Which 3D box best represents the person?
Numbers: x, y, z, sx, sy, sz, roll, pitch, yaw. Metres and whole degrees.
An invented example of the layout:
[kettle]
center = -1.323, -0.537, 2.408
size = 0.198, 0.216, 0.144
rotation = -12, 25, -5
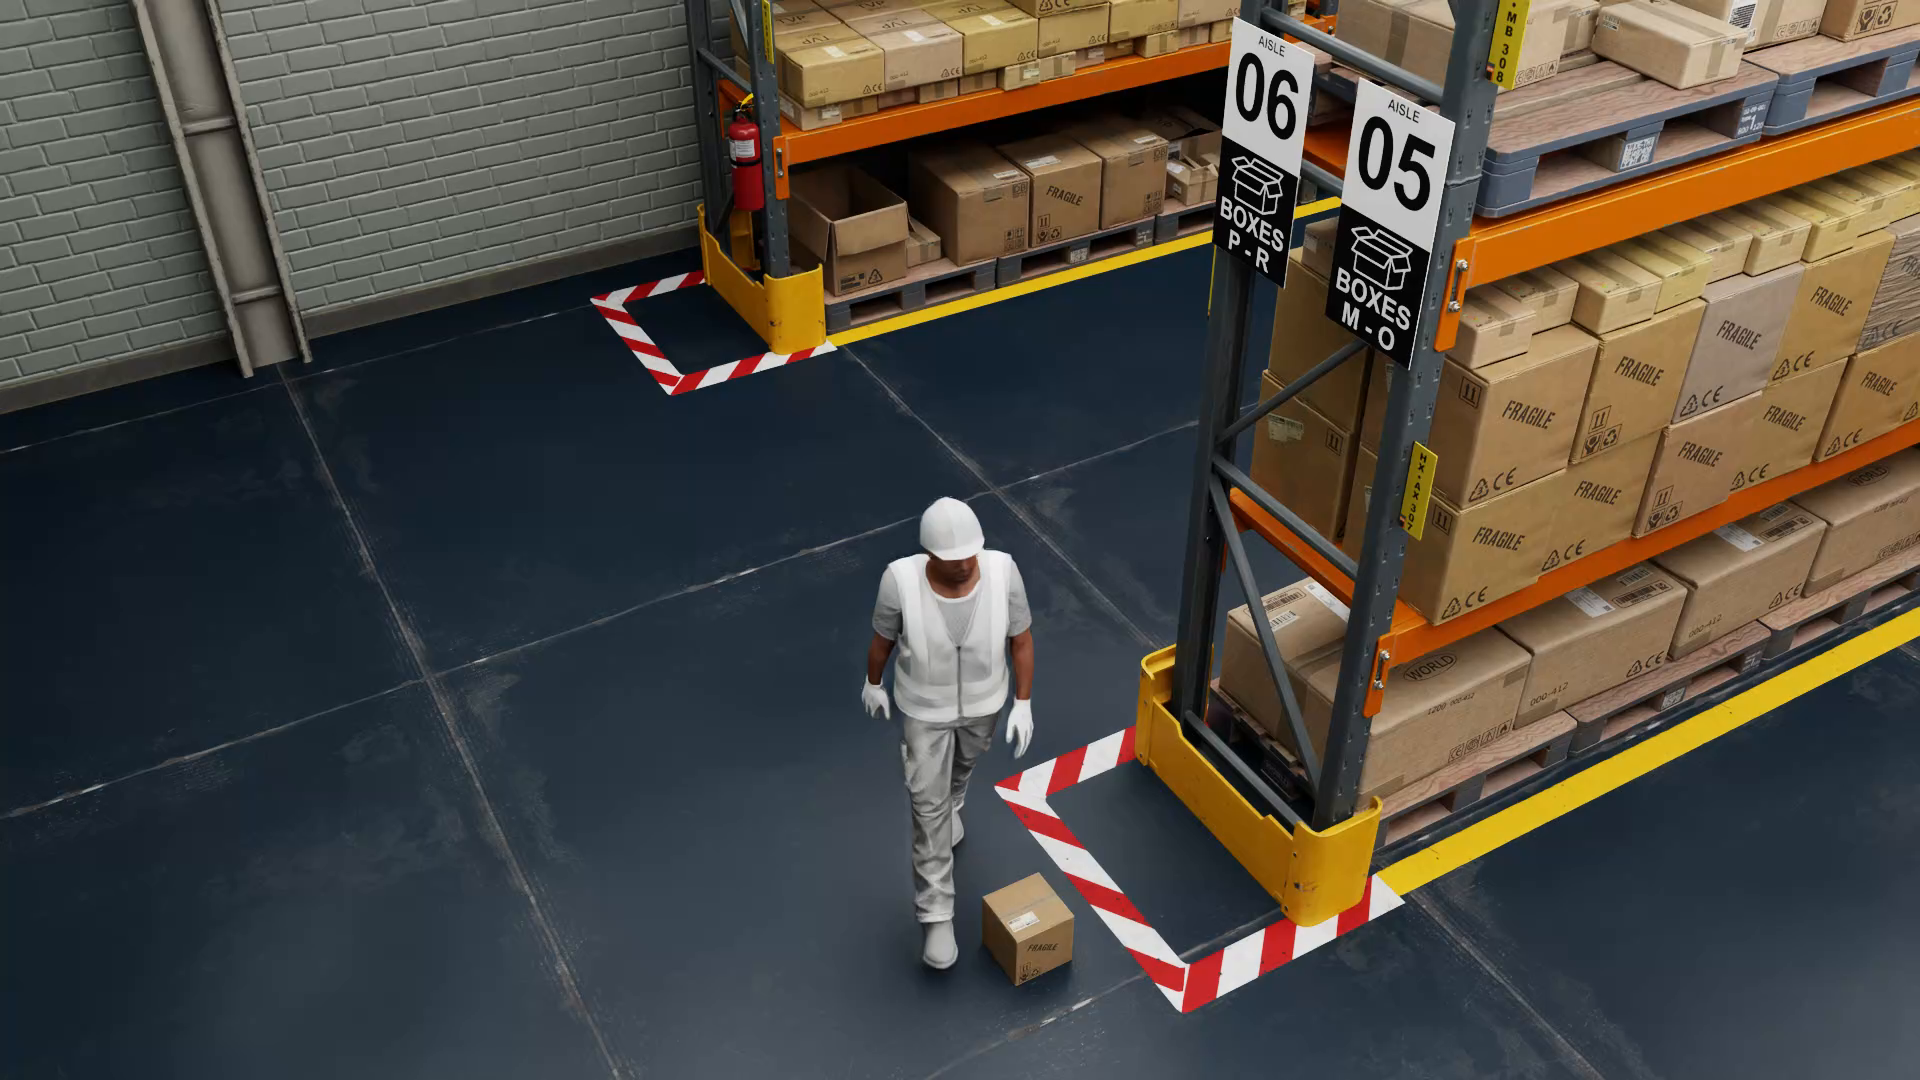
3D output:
[person]
center = 0.028, 0.619, 6.121
size = 0.548, 1.834, 0.416
rotation = -18, 40, -23
